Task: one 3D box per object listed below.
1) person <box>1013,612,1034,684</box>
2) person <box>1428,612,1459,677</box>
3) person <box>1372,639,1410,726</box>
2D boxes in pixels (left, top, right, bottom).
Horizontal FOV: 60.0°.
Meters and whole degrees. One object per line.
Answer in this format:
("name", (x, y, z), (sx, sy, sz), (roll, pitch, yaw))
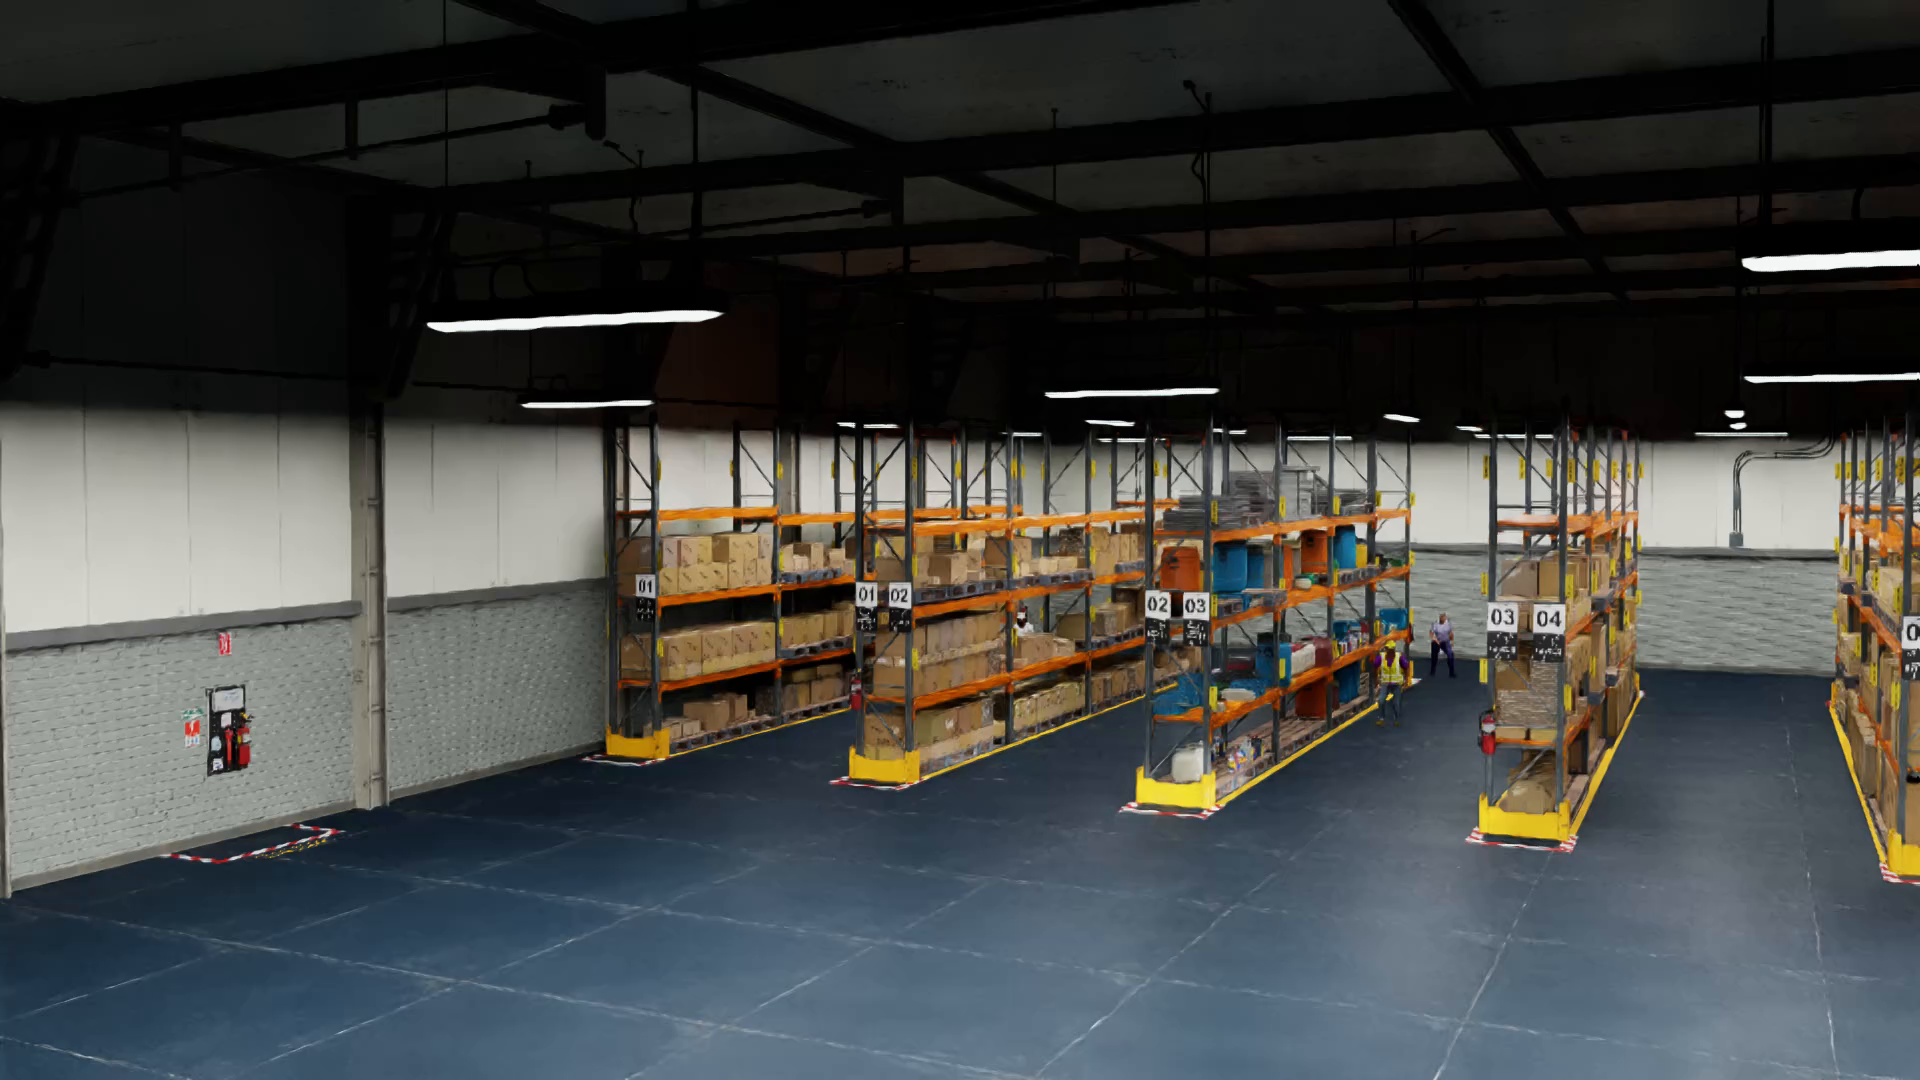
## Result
("person", (1.449, 2.512, 38.882), (0.577, 1.691, 1.121), (1, 3, 27))
("person", (11.680, 2.526, 40.247), (0.660, 1.555, 0.811), (0, 2, 7))
("person", (8.413, 2.786, 32.500), (0.719, 1.714, 0.578), (1, 3, 23))
